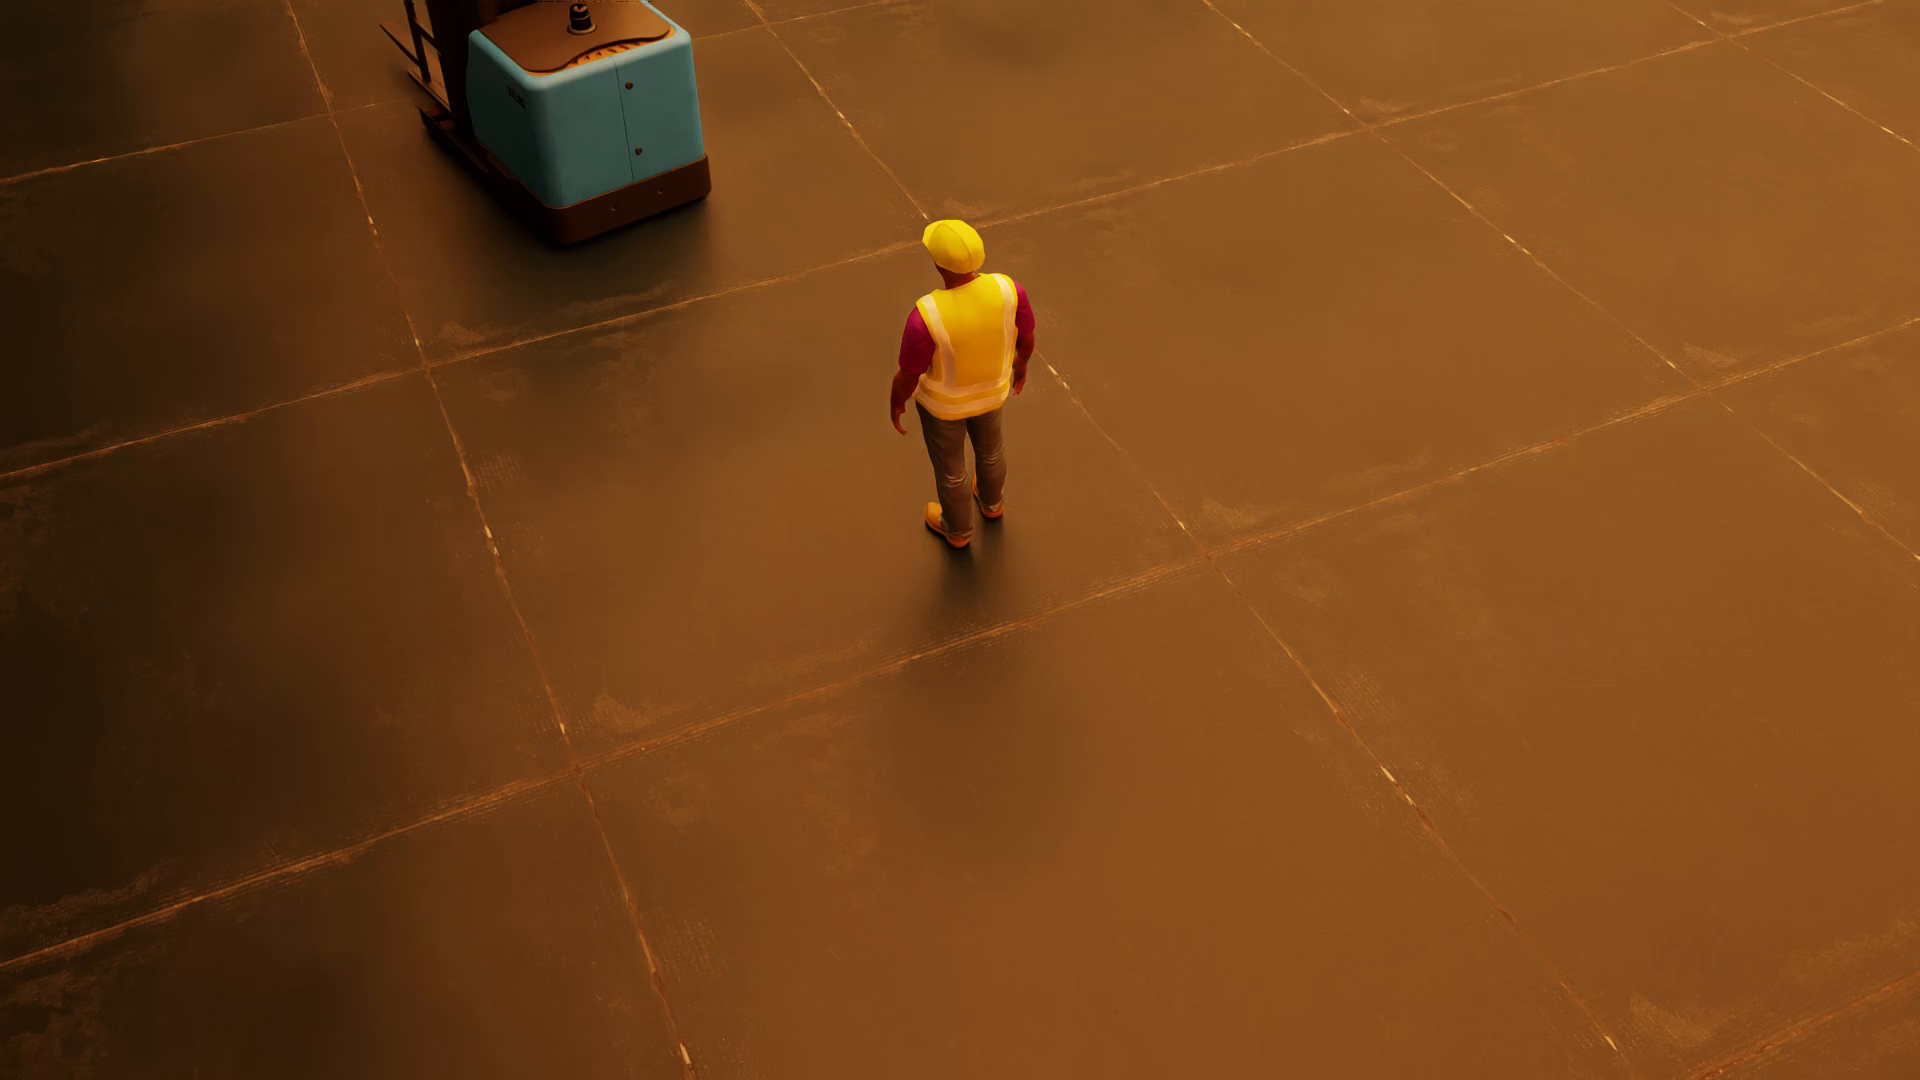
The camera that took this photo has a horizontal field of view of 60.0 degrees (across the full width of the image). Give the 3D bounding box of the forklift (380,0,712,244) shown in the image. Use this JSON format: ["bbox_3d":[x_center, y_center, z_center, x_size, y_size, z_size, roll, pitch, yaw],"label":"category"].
[{"bbox_3d":[-2.768,-3.728,9.675,1.130,2.935,3.031,-27,49,-26],"label":"forklift"}]

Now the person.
[{"bbox_3d":[-0.023,-0.696,7.269,0.665,1.765,0.577,-18,46,-18],"label":"person"}]
